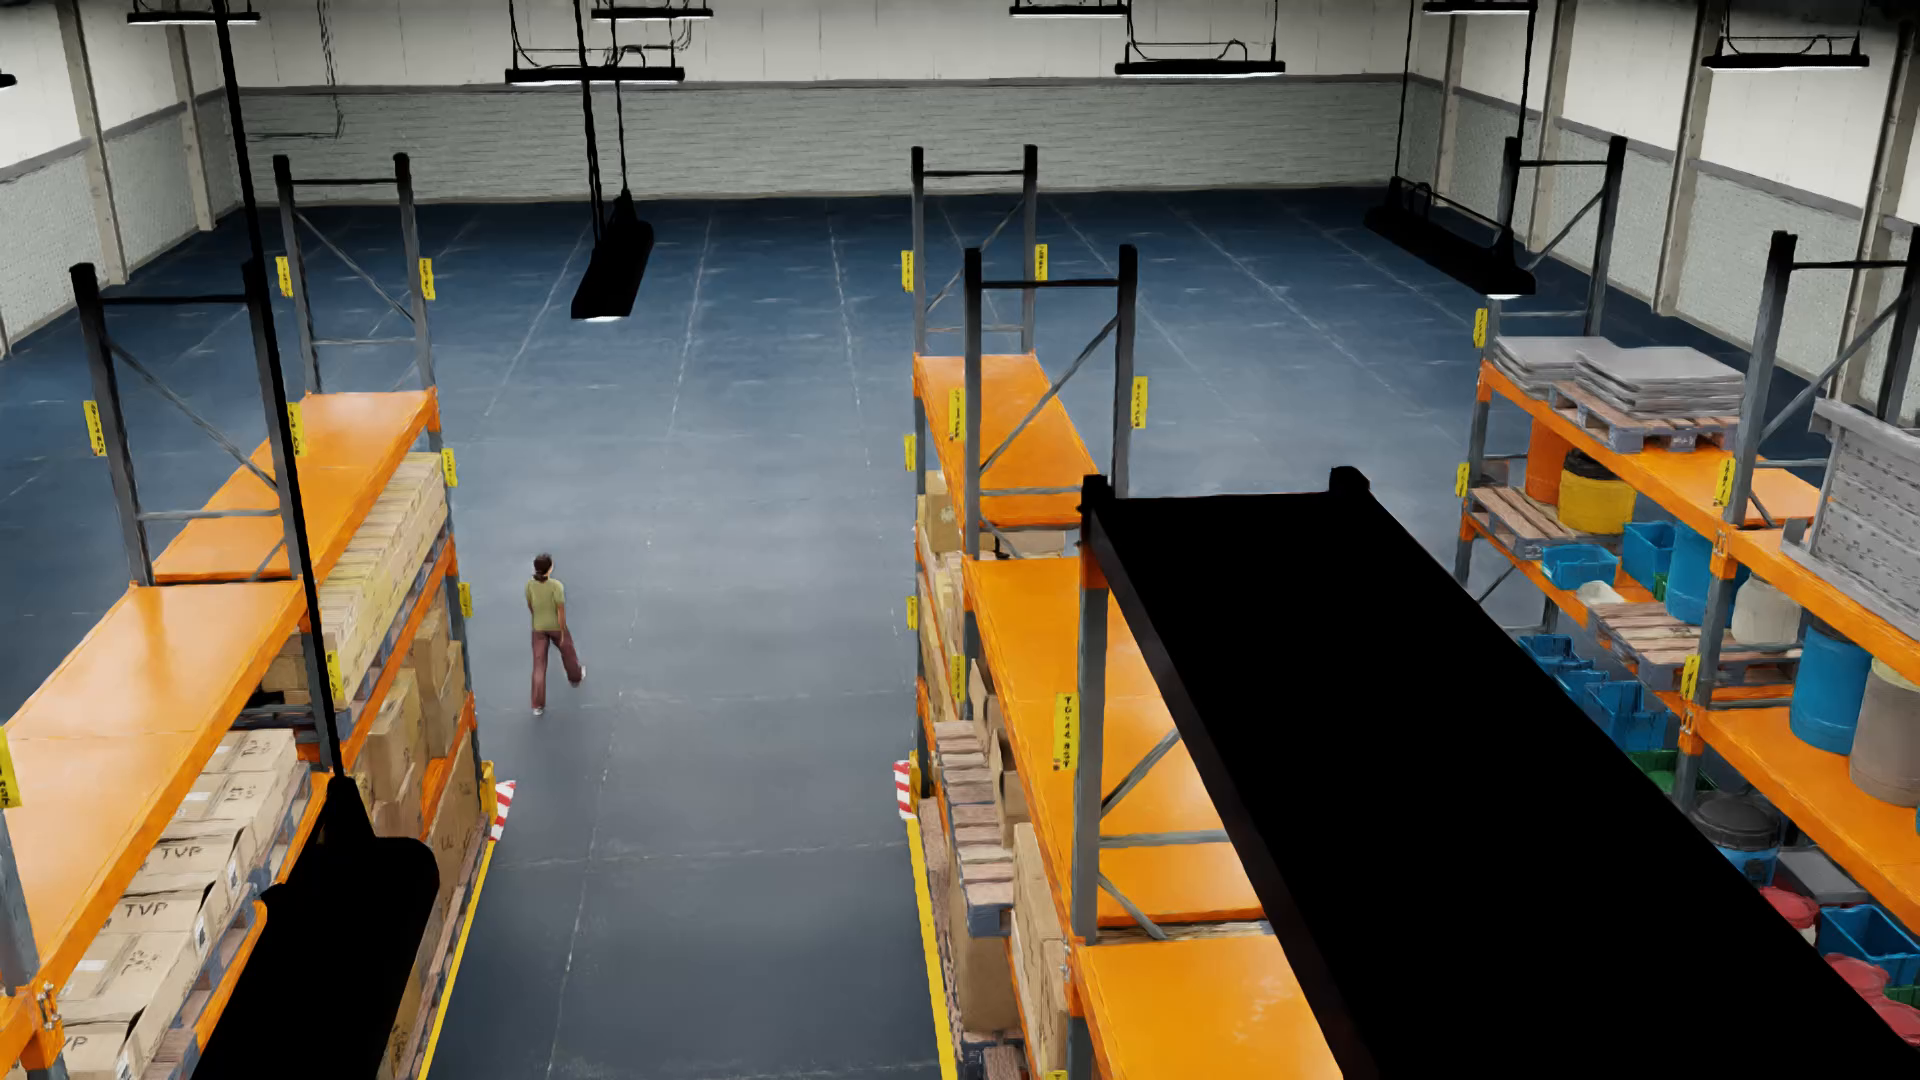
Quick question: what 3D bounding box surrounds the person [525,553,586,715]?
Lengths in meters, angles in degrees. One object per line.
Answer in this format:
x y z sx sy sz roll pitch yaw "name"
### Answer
-4.245 0.889 17.178 0.447 1.603 1.019 1 22 3 "person"
